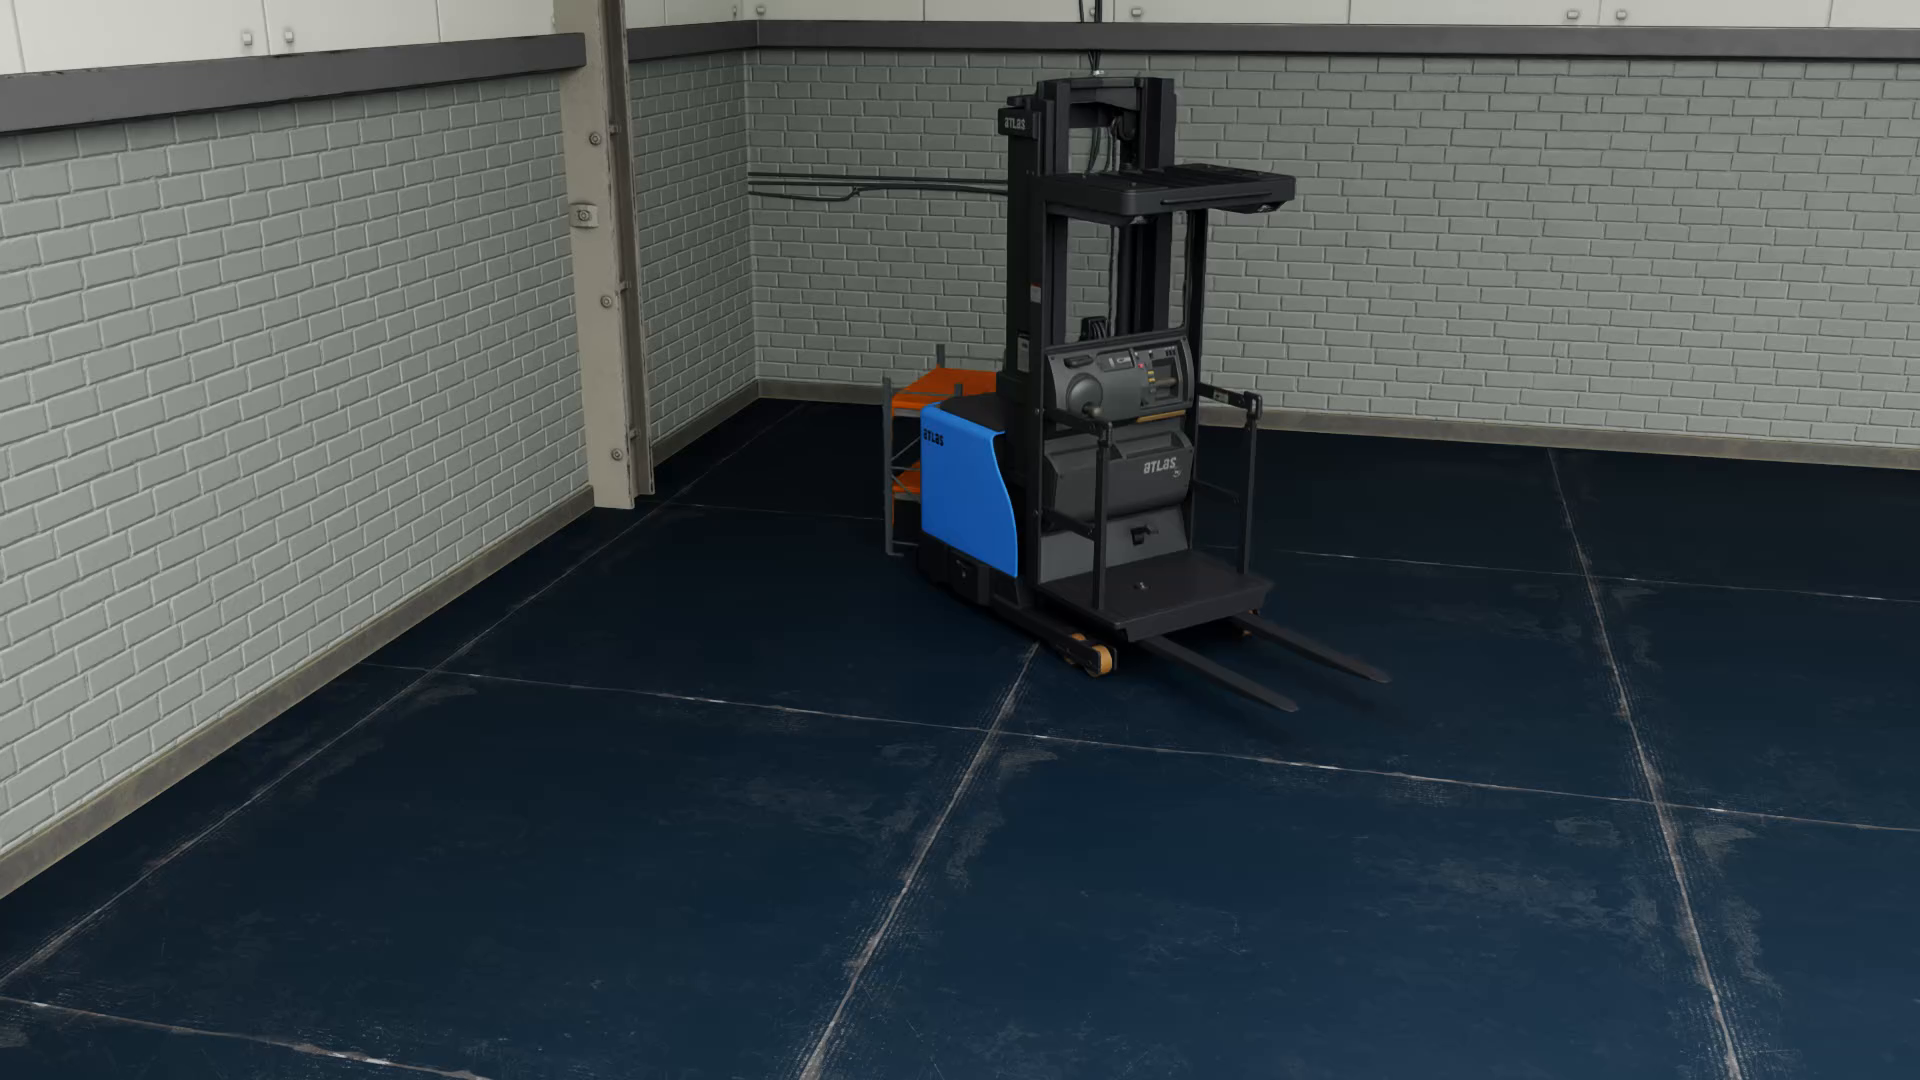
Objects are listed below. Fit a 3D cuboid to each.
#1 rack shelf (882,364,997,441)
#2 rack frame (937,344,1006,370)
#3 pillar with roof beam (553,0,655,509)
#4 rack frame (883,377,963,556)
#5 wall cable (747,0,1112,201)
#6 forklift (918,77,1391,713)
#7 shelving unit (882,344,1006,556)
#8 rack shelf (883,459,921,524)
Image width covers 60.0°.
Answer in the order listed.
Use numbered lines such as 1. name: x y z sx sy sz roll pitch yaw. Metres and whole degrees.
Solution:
1. rack shelf: -0.067 -0.858 10.554 0.538 0.278 1.000 6 20 17
2. rack frame: 0.092 -0.737 11.106 0.500 1.125 0.032 6 20 17
3. pillar with roof beam: 1.841 -4.201 9.065 9.100 9.000 0.400 5 19 13
4. rack frame: -0.225 -0.425 10.191 0.500 1.125 0.032 6 20 17
5. wall cable: -0.332 -3.891 12.960 3.097 2.526 0.112 5 19 13
6. forklift: 0.978 -0.852 8.647 1.130 2.935 3.031 -12 22 -31
7. shelving unit: -0.067 -0.581 10.649 0.538 1.125 1.048 6 20 17
8. rack shelf: -0.067 -0.350 10.728 0.538 0.278 1.000 6 20 17
